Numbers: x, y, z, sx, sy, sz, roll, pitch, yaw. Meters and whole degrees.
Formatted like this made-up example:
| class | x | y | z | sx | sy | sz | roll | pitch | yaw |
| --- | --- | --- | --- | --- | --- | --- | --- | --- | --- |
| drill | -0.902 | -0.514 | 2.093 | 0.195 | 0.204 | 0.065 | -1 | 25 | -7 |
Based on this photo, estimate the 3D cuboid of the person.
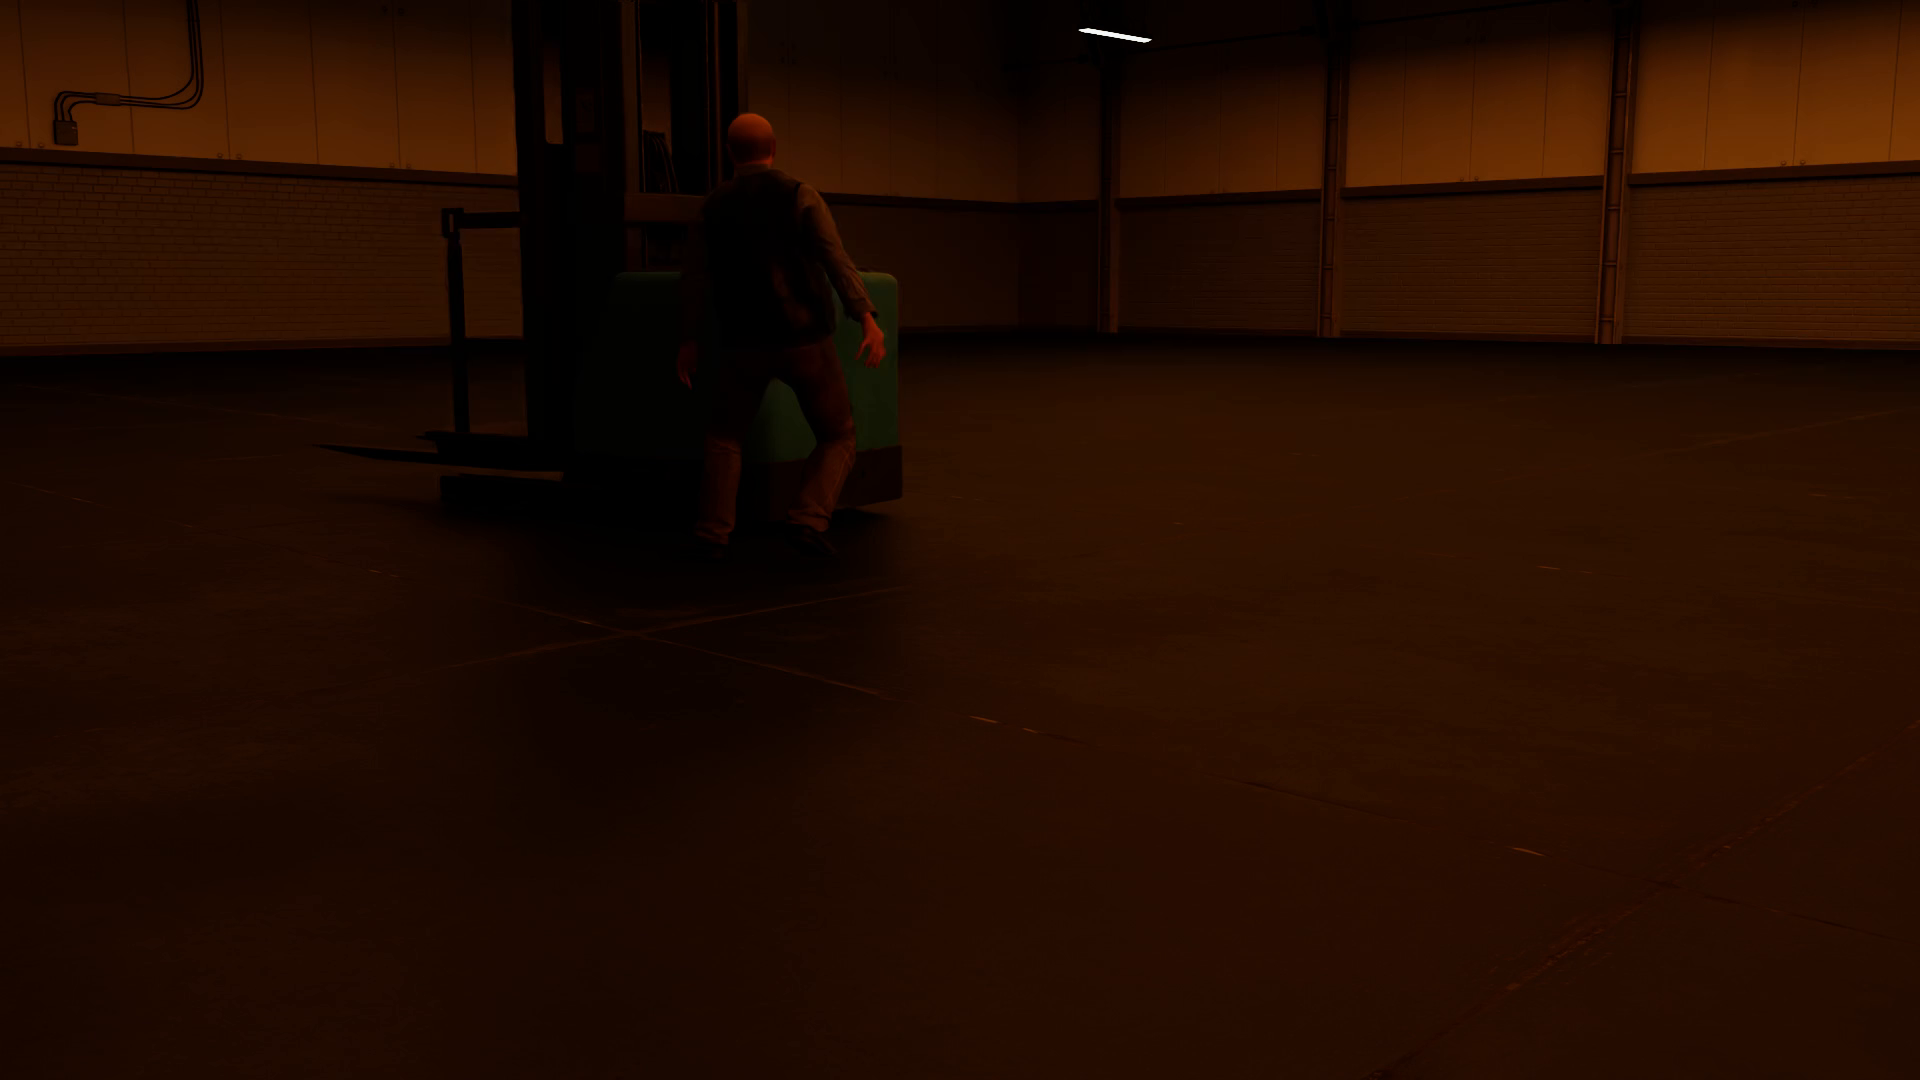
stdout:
| class | x | y | z | sx | sy | sz | roll | pitch | yaw |
| --- | --- | --- | --- | --- | --- | --- | --- | --- | --- |
| person | -0.669 | -0.731 | 6.104 | 0.870 | 1.641 | 0.482 | 3 | 9 | 19 |

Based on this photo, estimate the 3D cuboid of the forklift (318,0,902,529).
| class | x | y | z | sx | sy | sz | roll | pitch | yaw |
| --- | --- | --- | --- | --- | --- | --- | --- | --- | --- |
| forklift | -1.781 | -1.629 | 7.693 | 3.031 | 2.935 | 1.130 | 5 | 10 | 32 |
